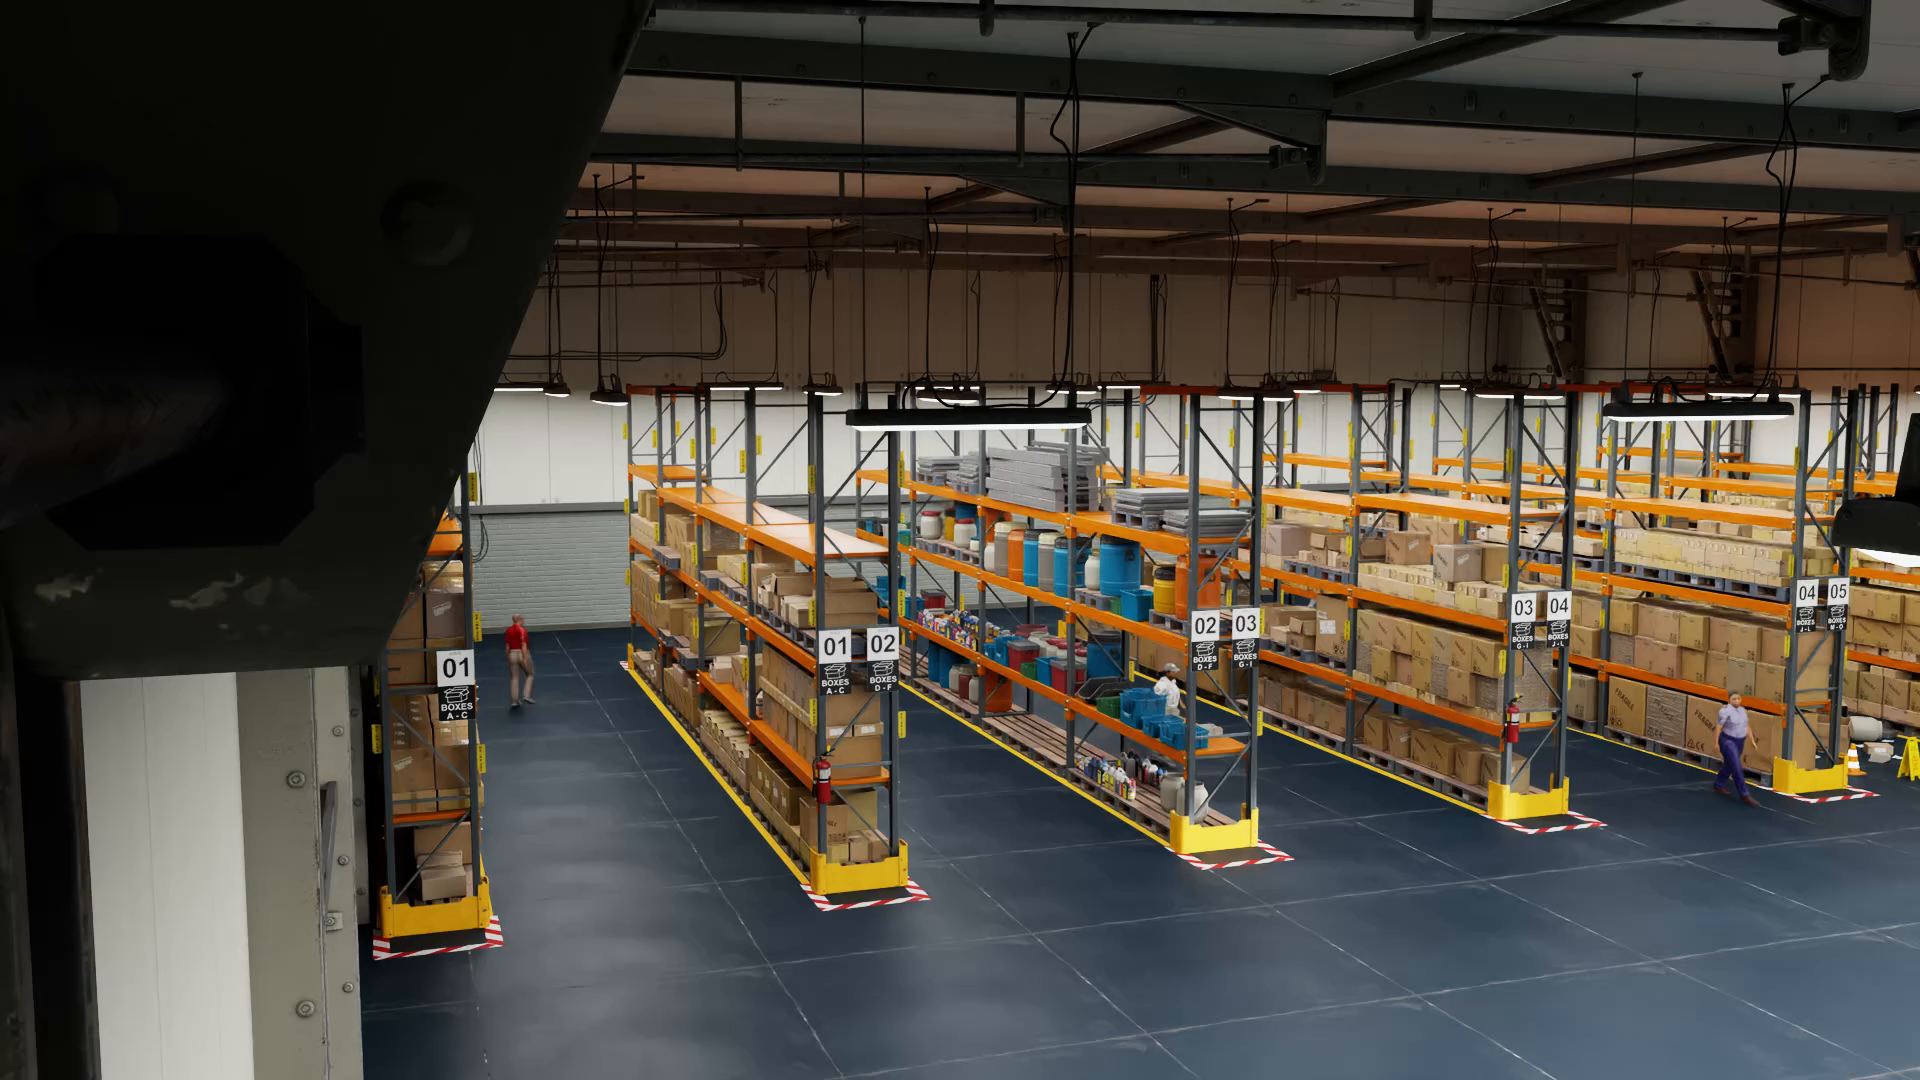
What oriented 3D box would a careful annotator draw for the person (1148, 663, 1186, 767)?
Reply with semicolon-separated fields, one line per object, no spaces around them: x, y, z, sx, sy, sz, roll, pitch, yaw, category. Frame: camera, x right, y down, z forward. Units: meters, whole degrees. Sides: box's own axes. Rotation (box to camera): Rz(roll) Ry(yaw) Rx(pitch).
3.300;2.810;26.612;0.658;1.713;0.614;3;6;24;person

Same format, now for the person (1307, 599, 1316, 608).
9.397;0.948;44.033;0.481;1.652;0.840;5;8;41;person

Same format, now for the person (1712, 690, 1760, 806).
11.386;2.998;24.333;0.507;1.612;0.870;-3;7;-27;person

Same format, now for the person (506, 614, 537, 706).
-8.299;2.262;31.253;0.560;1.748;0.532;1;6;5;person
